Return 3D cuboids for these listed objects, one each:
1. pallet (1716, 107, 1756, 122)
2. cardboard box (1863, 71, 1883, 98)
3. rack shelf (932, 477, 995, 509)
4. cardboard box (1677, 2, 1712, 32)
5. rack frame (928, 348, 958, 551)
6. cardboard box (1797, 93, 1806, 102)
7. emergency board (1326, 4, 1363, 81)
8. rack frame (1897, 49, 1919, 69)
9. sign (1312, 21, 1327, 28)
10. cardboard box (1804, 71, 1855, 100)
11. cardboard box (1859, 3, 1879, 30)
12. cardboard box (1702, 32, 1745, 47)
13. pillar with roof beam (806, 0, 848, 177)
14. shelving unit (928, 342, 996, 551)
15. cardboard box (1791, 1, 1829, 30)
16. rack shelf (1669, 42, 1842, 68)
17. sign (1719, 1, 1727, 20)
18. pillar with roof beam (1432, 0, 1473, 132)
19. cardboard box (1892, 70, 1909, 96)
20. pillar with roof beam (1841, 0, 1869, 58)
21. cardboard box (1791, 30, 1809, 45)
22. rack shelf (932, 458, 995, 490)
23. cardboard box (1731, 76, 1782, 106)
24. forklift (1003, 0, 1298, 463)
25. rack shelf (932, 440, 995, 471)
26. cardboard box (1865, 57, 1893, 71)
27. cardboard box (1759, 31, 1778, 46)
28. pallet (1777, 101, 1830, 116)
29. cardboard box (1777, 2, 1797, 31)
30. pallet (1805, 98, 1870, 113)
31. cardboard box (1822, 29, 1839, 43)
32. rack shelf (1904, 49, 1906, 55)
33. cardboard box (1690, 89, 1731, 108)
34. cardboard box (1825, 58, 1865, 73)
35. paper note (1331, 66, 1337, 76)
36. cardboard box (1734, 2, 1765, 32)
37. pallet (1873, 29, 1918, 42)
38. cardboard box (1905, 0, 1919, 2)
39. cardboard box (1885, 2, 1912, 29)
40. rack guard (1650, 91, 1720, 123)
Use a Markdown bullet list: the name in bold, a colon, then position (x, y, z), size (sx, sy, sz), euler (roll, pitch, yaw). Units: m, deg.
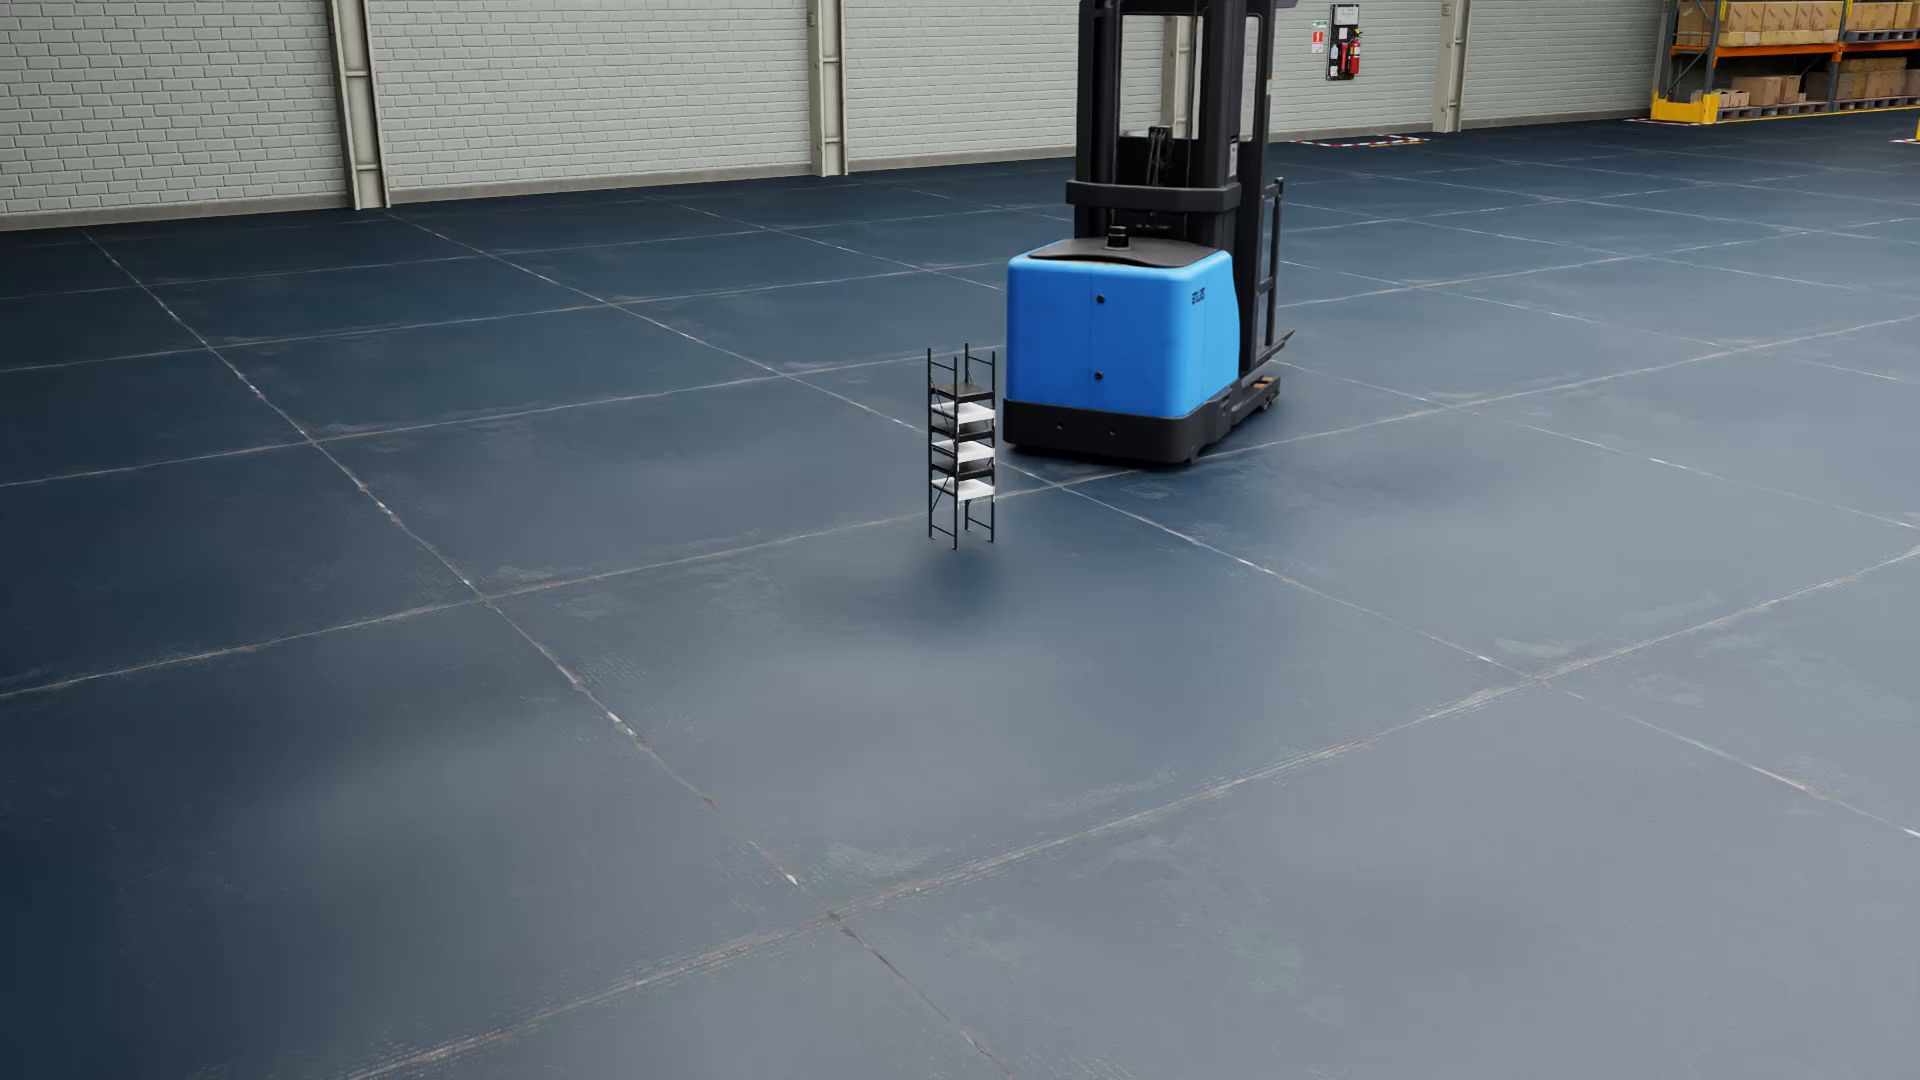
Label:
- **pallet**: position (13.952, -7.925, 30.857), size (1.213, 0.211, 1.003), euler (-12, 22, -31)
- **cardboard box**: position (17.989, -9.146, 33.329), size (0.500, 0.500, 0.700), euler (-12, 22, -31)
- **rack shelf**: position (0.007, -0.226, 7.673), size (0.200, 0.077, 0.258), euler (-12, 22, -31)
- **cardboard box**: position (13.468, -9.533, 30.290), size (0.500, 0.500, 0.500), euler (-12, 22, -32)
- **rack frame**: position (-0.078, -0.410, 7.552), size (0.006, 0.900, 0.240), euler (-12, 22, -31)
- **cardboard box**: position (16.101, -8.568, 32.141), size (0.250, 0.166, 0.380), euler (-16, 24, -38)
- **emergency board**: position (6.204, -7.972, 26.642), size (0.643, 1.169, 0.194), euler (-12, 22, -31)
- **rack frame**: position (19.872, -10.508, 34.144), size (0.127, 3.000, 1.000), euler (-12, 22, -31)
- **sign**: position (5.694, -8.168, 26.340), size (0.331, 0.109, 0.001), euler (-12, 22, -31)
- **cardboard box**: position (17.137, -8.962, 32.786), size (0.500, 0.500, 0.700), euler (-11, 22, -30)
- **cardboard box**: position (17.446, -10.237, 32.497), size (0.500, 0.500, 0.700), euler (-9, 21, -26)
- **cardboard box**: position (13.773, -9.039, 30.000), size (0.500, 0.250, 0.500), euler (-13, 22, -33)
- **pillar with roof beam**: position (0.634, -7.974, 17.280), size (0.400, 9.000, 9.100), euler (-12, 22, -31)
- **shelving unit**: position (0.007, -0.428, 7.605), size (0.210, 0.900, 0.258), euler (-12, 22, -31)
- **cardboard box**: position (15.893, -9.842, 31.205), size (0.500, 0.500, 0.500), euler (-12, 22, -32)
- **rack shelf**: position (14.861, -9.111, 31.133), size (4.000, 0.370, 1.077), euler (-12, 22, -31)
- **sign**: position (13.489, -9.364, 29.408), size (0.005, 0.325, 0.100), euler (-12, 22, -31)
- **pillar with roof beam**: position (10.656, -10.087, 23.532), size (0.400, 9.000, 9.100), euler (-12, 22, -31)
- **cardboard box**: position (18.805, -9.332, 33.881), size (0.500, 0.500, 0.700), euler (-12, 22, -31)
- **pillar with roof beam**: position (20.678, -12.201, 29.784), size (0.400, 9.000, 9.100), euler (-12, 22, -31)
- **cardboard box**: position (15.470, -9.399, 31.067), size (0.500, 0.250, 0.500), euler (-12, 22, -32)
- **rack shelf**: position (0.007, -0.311, 7.644), size (0.200, 0.077, 0.258), euler (-12, 22, -31)
- **cardboard box**: position (14.934, -8.437, 31.235), size (0.500, 0.500, 0.700), euler (-14, 23, -35)
- **forklift**: position (1.323, -2.223, 9.744), size (1.130, 2.935, 3.031), euler (9, 21, 24)
- **rack shelf**: position (0.007, -0.396, 7.616), size (0.200, 0.077, 0.258), euler (-12, 22, -31)
- **cardboard box**: position (18.362, -9.571, 33.418), size (0.500, 0.250, 0.500), euler (-12, 22, -32)
- **cardboard box**: position (14.628, -9.222, 30.542), size (0.500, 0.250, 0.500), euler (-12, 22, -32)
- **pallet**: position (15.990, -8.355, 32.129), size (1.213, 0.211, 1.003), euler (-12, 22, -31)
- **cardboard box**: position (15.033, -9.664, 30.680), size (0.500, 0.500, 0.500), euler (-11, 22, -30)
- **pallet**: position (17.181, -8.620, 32.913), size (1.213, 0.211, 1.003), euler (-12, 22, -31)
- **cardboard box**: position (16.303, -9.578, 31.594), size (0.500, 0.250, 0.500), euler (-12, 22, -31)
- **rack shelf**: position (21.543, -10.520, 35.301), size (4.000, 0.370, 1.077), euler (-12, 22, -31)
- **cardboard box**: position (13.818, -8.132, 30.625), size (0.500, 0.311, 0.500), euler (-15, 24, -37)
- **cardboard box**: position (17.503, -9.396, 32.899), size (0.500, 0.250, 0.500), euler (-12, 22, -33)
- **paper note**: position (6.018, -7.542, 26.745), size (0.142, 0.148, 0.016), euler (-12, 22, -31)
- **cardboard box**: position (14.173, -9.481, 30.137), size (0.500, 0.500, 0.500), euler (-12, 22, -31)
- **pallet**: position (18.241, -10.058, 33.111), size (1.213, 0.211, 1.003), euler (-12, 22, -31)
- **cardboard box**: position (19.340, -10.942, 33.571), size (0.250, 0.149, 0.380), euler (-17, 25, -40)
- **cardboard box**: position (18.457, -10.453, 33.138), size (0.500, 0.500, 0.700), euler (-12, 22, -31)
- **rack guard**: position (13.254, -7.928, 30.416), size (0.348, 0.500, 1.175), euler (-12, 22, -31)
